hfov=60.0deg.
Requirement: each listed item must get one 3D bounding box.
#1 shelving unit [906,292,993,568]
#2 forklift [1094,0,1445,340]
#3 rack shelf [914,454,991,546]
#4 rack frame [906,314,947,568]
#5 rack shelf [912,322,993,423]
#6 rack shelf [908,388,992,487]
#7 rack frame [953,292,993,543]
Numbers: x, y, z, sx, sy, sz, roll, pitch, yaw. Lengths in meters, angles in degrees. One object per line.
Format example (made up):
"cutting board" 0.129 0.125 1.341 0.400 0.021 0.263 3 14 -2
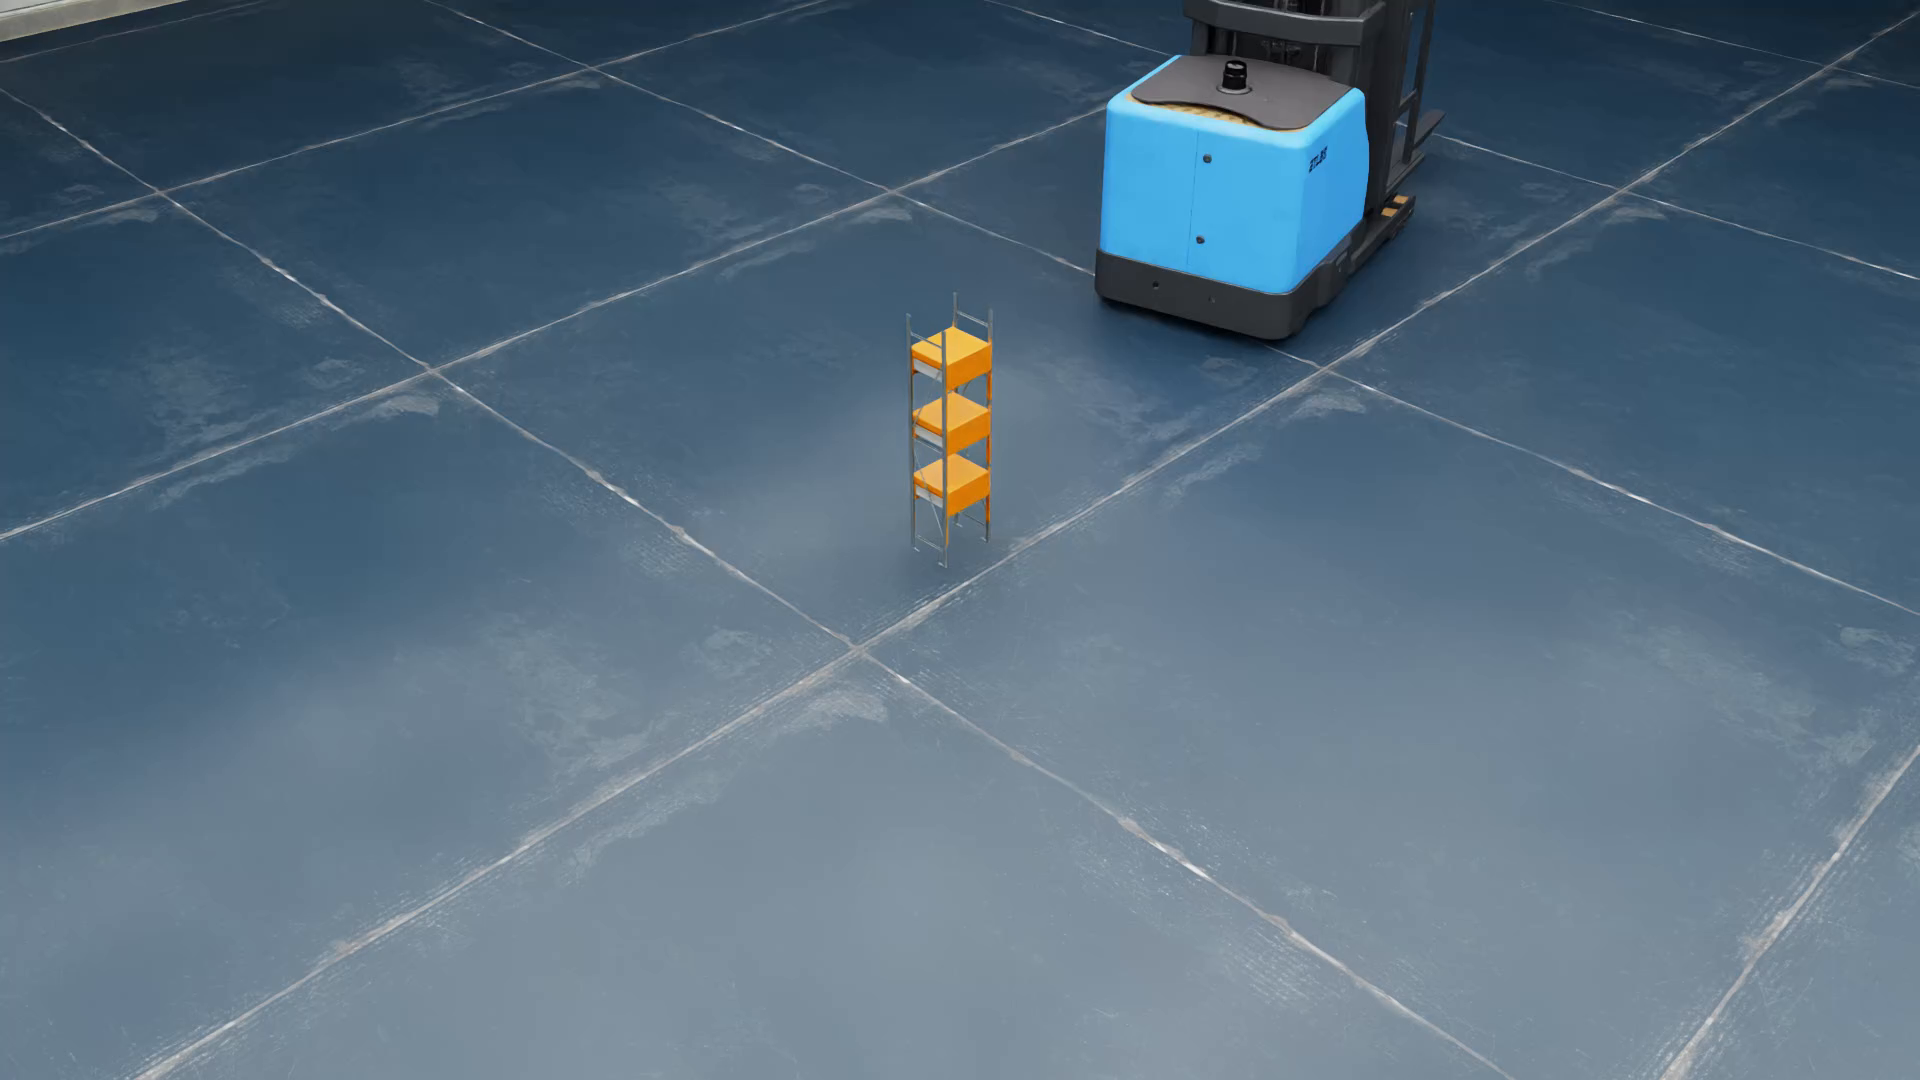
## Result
"shelving unit" -0.038 -0.409 6.419 0.215 1.050 0.252 30 45 35
"forklift" 1.875 -2.981 8.462 1.130 2.935 3.031 19 39 25
"rack shelf" -0.038 -0.172 6.584 0.215 0.259 0.240 30 45 35
"rack frame" -0.124 -0.359 6.348 0.200 1.050 0.008 30 45 35
"rack shelf" -0.038 -0.633 6.262 0.215 0.259 0.240 30 45 35
"rack shelf" -0.038 -0.400 6.425 0.215 0.259 0.240 30 45 35
"rack frame" 0.048 -0.458 6.490 0.200 1.050 0.008 30 45 35
